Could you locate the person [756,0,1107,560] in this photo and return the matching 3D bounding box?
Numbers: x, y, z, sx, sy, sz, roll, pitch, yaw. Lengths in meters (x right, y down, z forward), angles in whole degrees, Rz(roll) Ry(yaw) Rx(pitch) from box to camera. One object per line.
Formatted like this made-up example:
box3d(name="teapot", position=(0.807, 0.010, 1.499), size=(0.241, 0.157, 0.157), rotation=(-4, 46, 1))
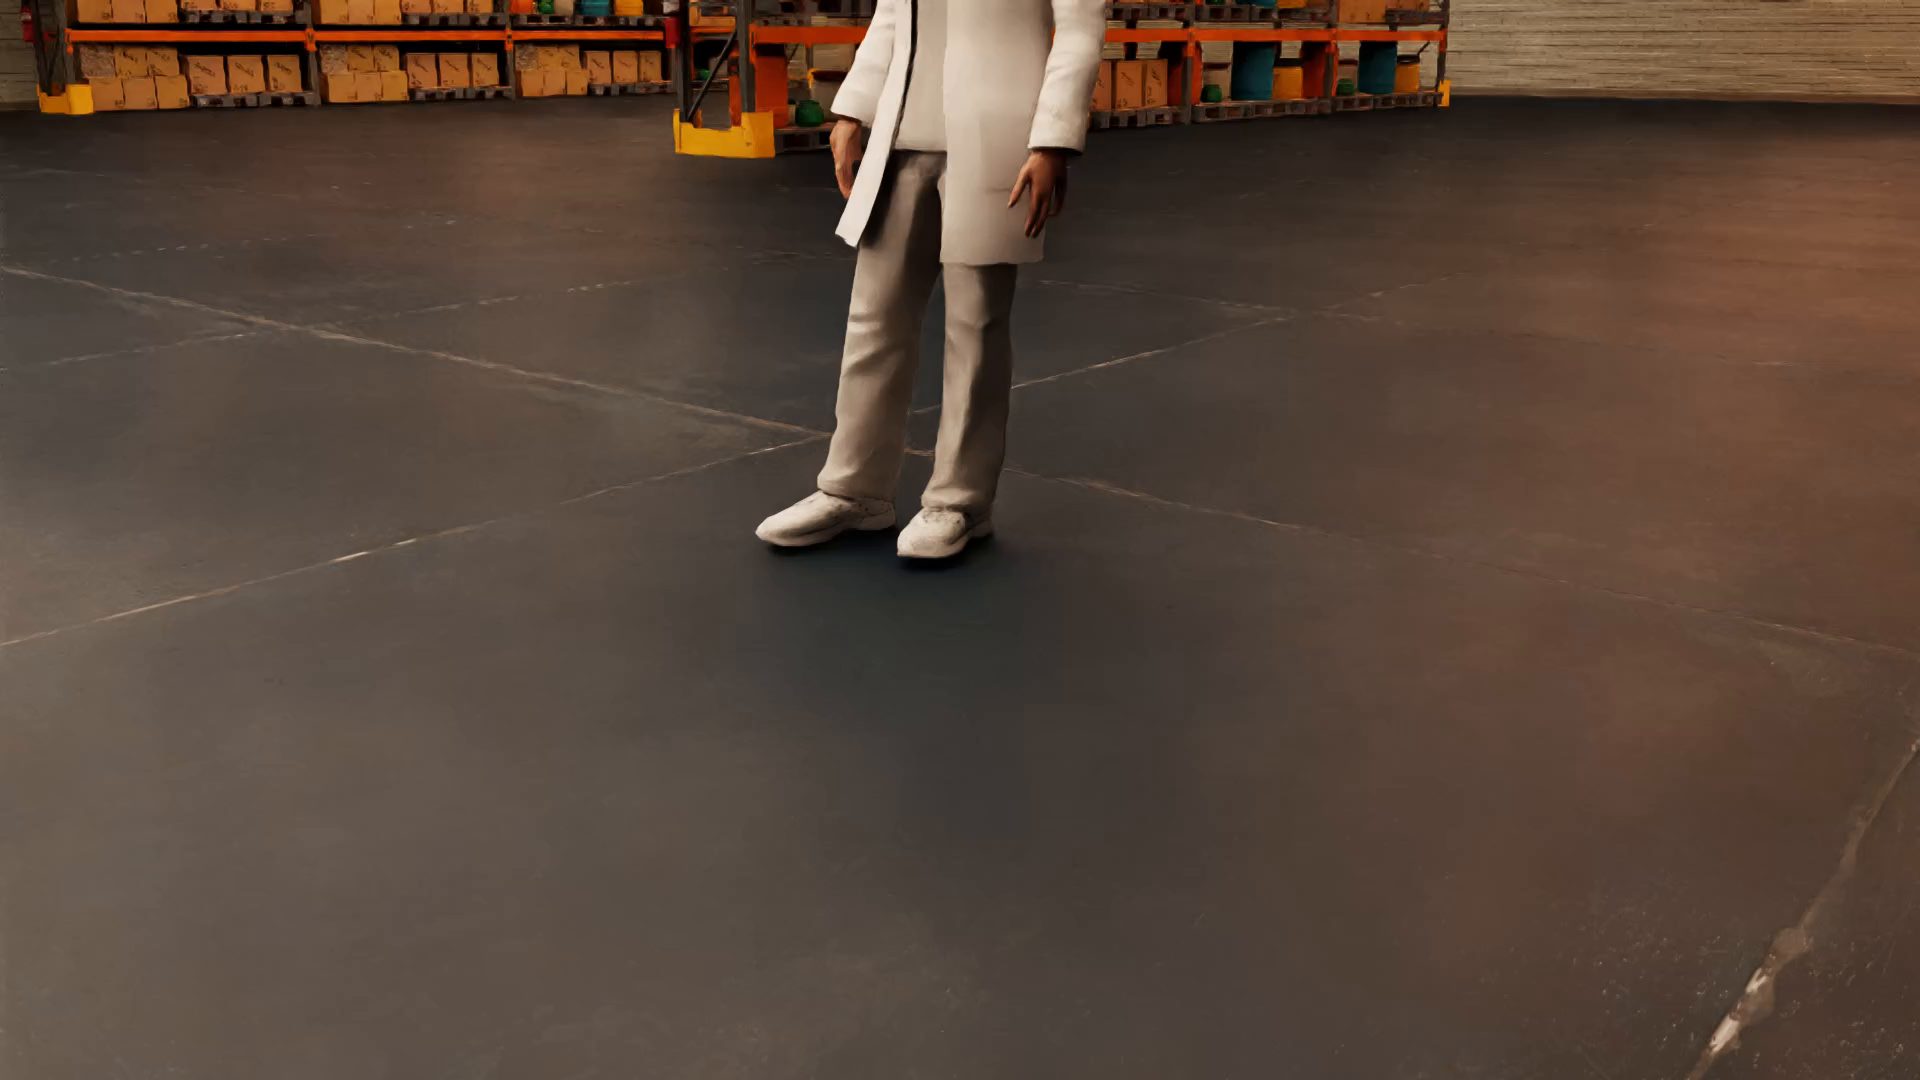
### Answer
box3d(name="person", position=(-0.062, -0.838, 3.617), size=(0.694, 1.776, 0.579), rotation=(13, 21, 37))
